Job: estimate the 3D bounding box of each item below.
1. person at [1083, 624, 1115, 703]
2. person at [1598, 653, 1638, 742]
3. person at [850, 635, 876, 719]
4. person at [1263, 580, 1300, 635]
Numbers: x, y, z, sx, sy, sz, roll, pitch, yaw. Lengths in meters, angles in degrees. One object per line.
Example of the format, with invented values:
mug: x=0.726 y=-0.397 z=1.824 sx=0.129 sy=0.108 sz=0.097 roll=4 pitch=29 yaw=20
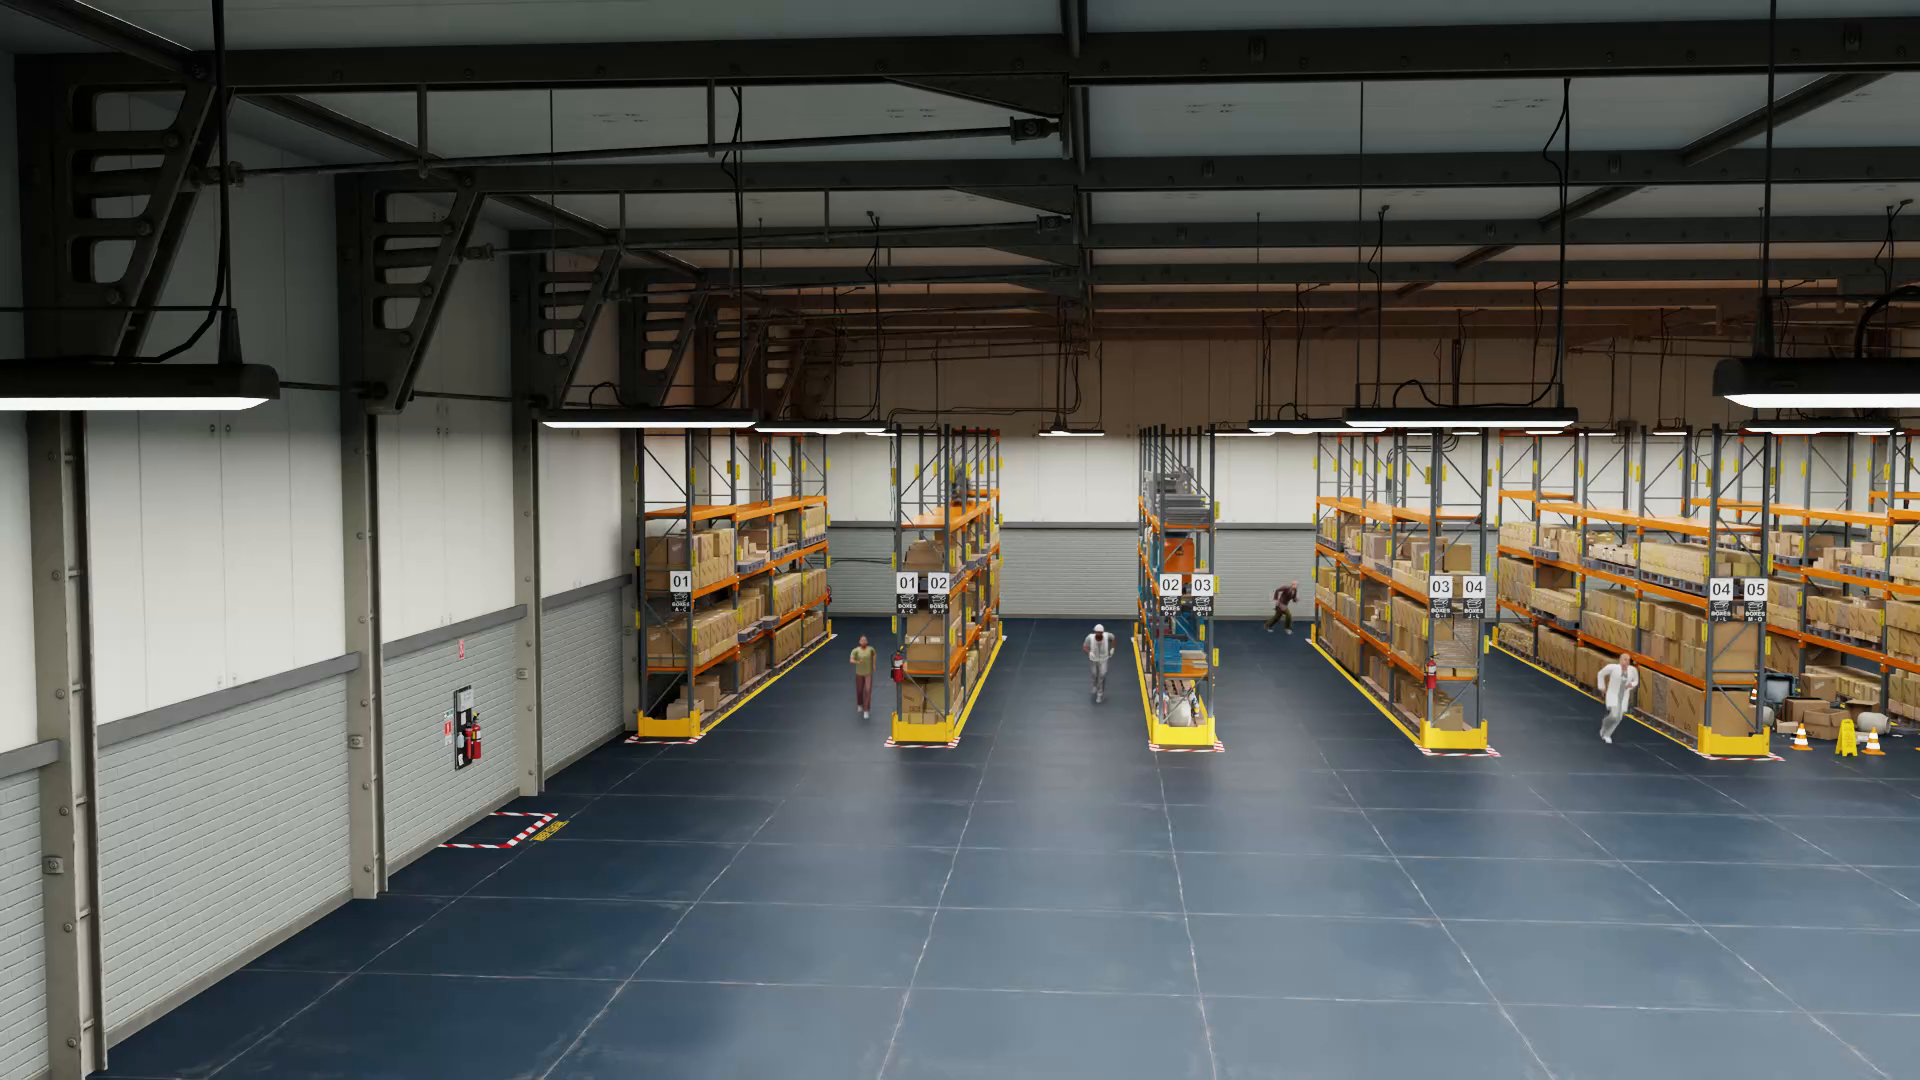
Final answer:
person: x=3.043 y=2.675 z=36.513 sx=0.728 sy=1.730 sz=1.053 roll=0 pitch=3 yaw=-1
person: x=12.404 y=2.966 z=31.291 sx=0.673 sy=1.708 sz=0.672 roll=0 pitch=3 yaw=-6
person: x=-1.996 y=2.775 z=34.236 sx=0.562 sy=1.678 sz=0.948 roll=0 pitch=4 yaw=-8
person: x=9.462 y=1.966 z=48.963 sx=1.137 sy=1.603 sz=0.723 roll=3 pitch=4 yaw=38
